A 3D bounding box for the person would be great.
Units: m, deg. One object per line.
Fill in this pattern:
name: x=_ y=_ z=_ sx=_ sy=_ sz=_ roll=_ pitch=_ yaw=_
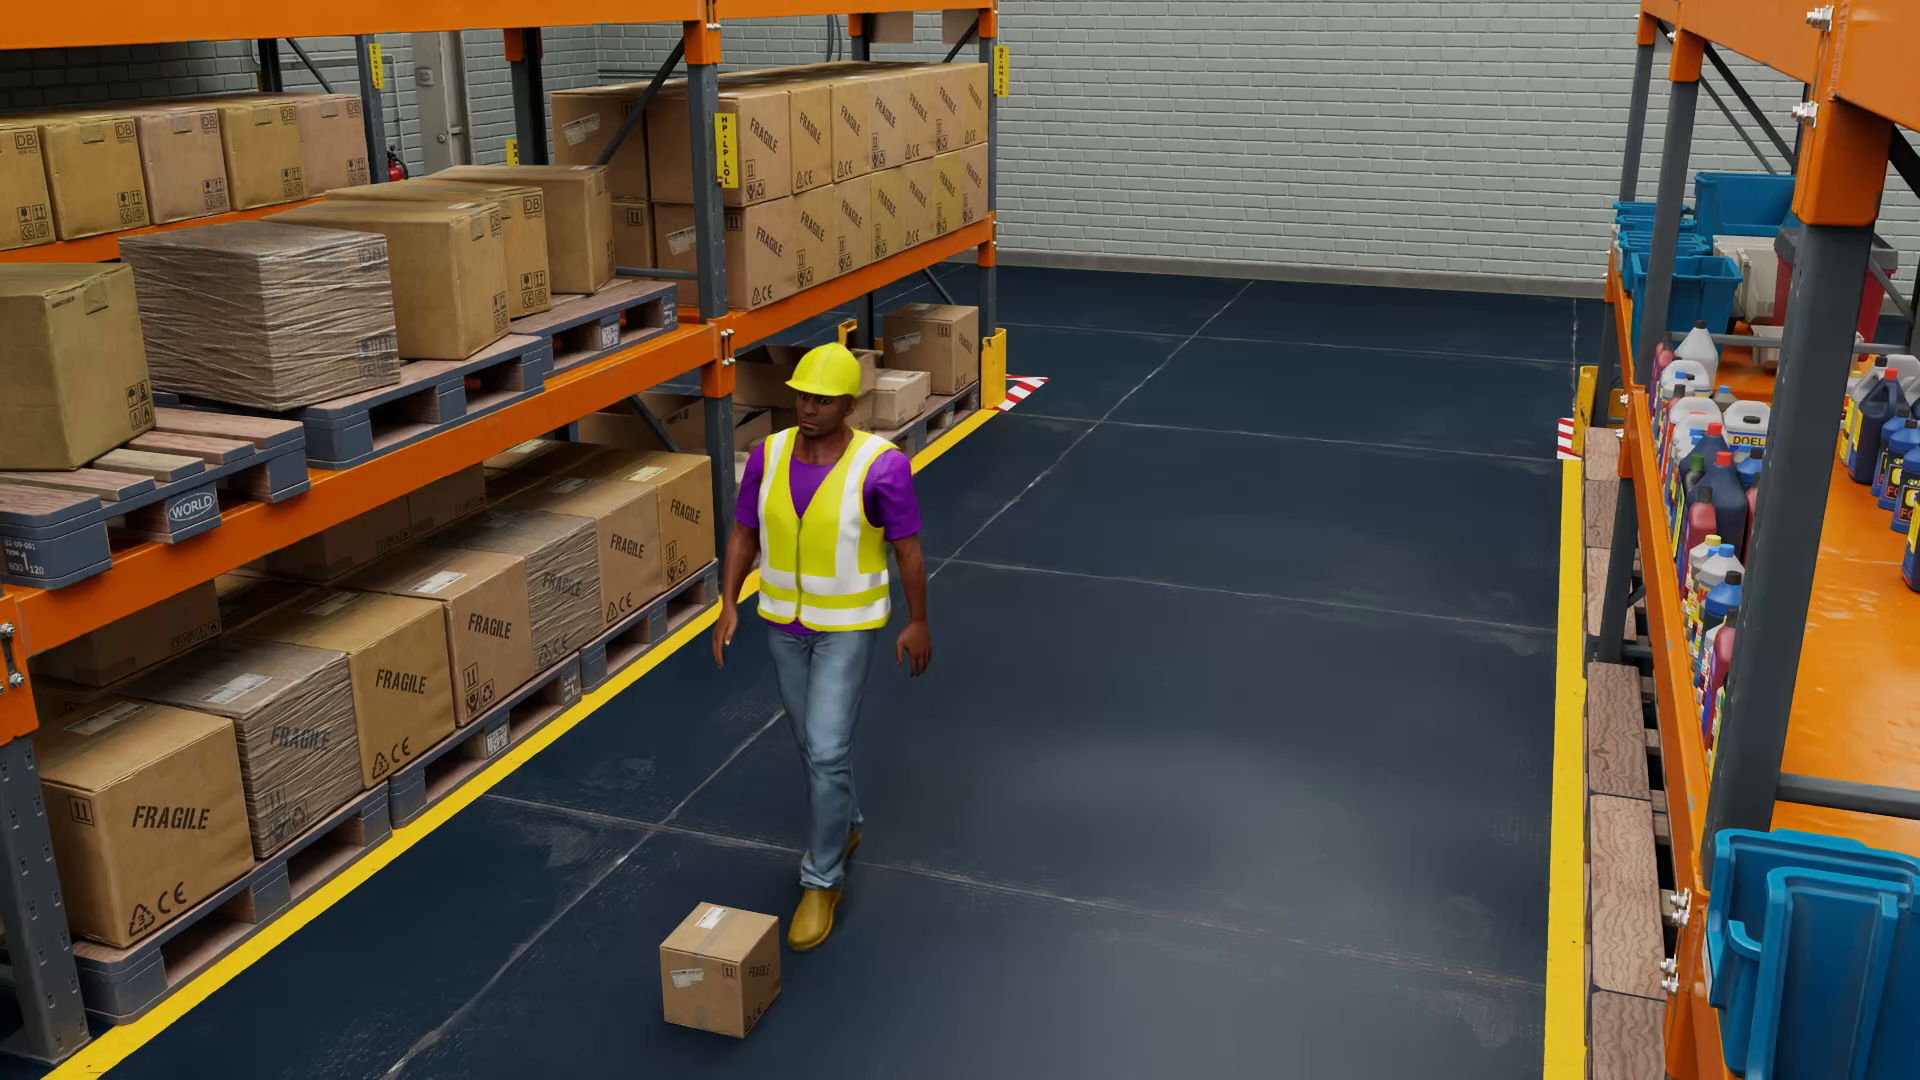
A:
person: x=-0.490 y=0.311 z=5.137 sx=0.623 sy=1.730 sz=0.695 roll=9 pitch=21 yaw=25
